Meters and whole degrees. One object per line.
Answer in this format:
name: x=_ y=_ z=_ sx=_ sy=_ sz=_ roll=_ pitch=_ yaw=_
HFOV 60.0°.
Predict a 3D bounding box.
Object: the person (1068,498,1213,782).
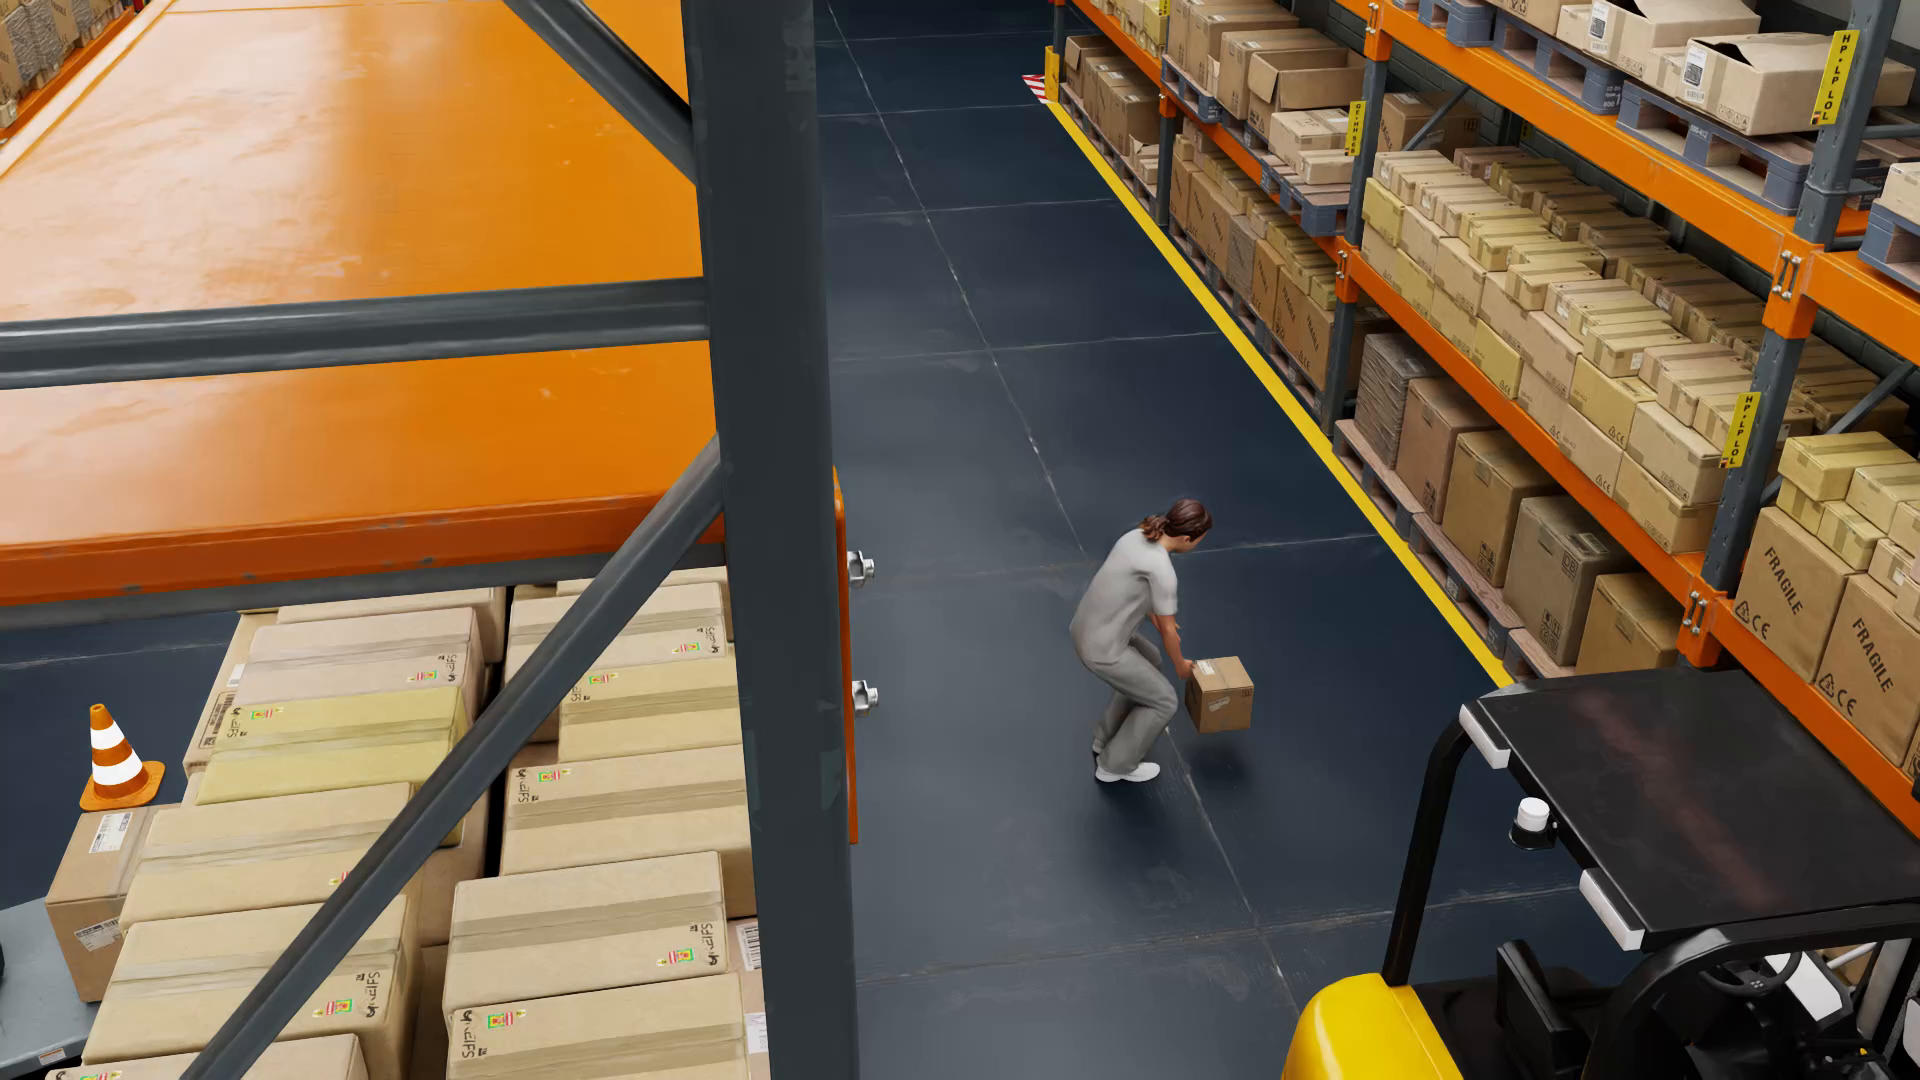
person: x=0.813 y=0.446 z=7.669 sx=0.634 sy=1.391 sz=0.491 roll=-5 pitch=31 yaw=-9
